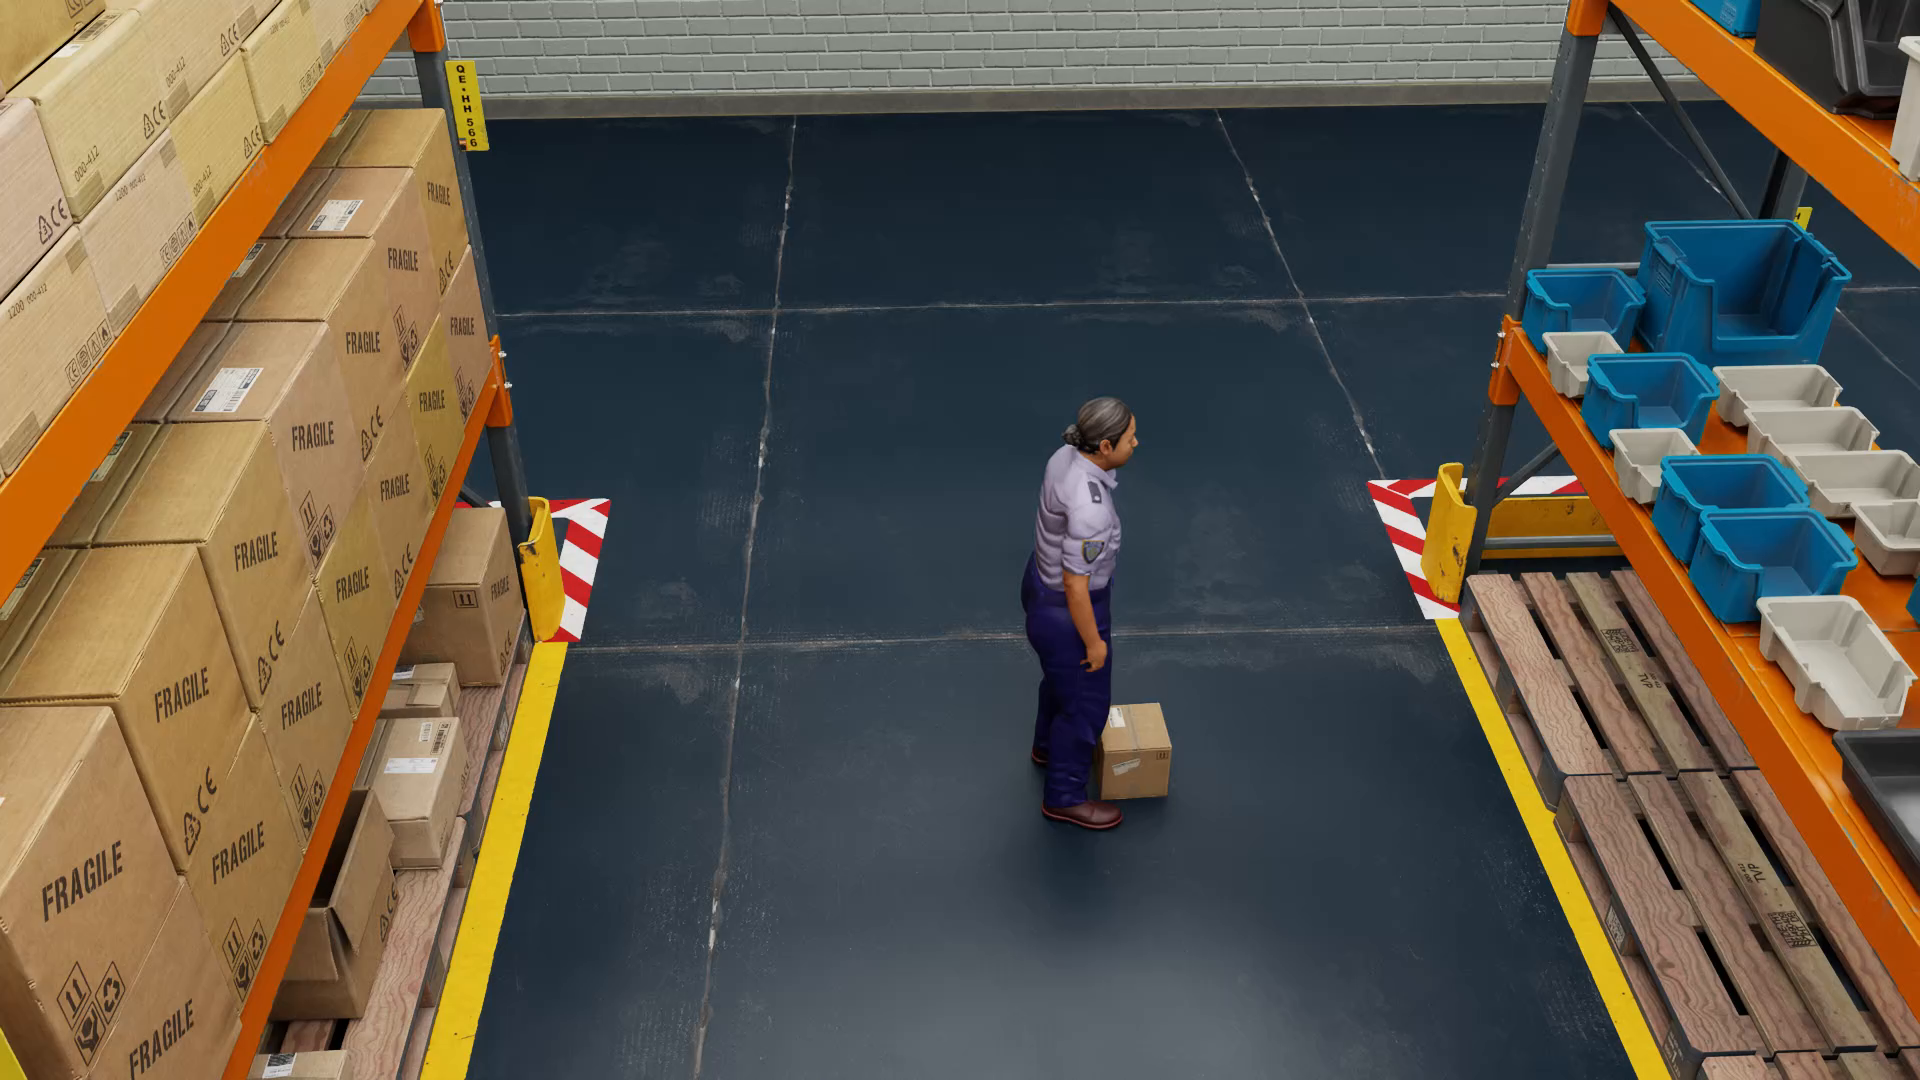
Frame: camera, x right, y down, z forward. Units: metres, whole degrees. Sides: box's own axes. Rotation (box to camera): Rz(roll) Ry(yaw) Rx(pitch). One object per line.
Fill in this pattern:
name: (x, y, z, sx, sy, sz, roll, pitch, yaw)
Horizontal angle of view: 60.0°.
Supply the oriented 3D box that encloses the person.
person: (0.405, 0.238, 5.819, 0.367, 1.651, 0.550, -2, 36, -3)
